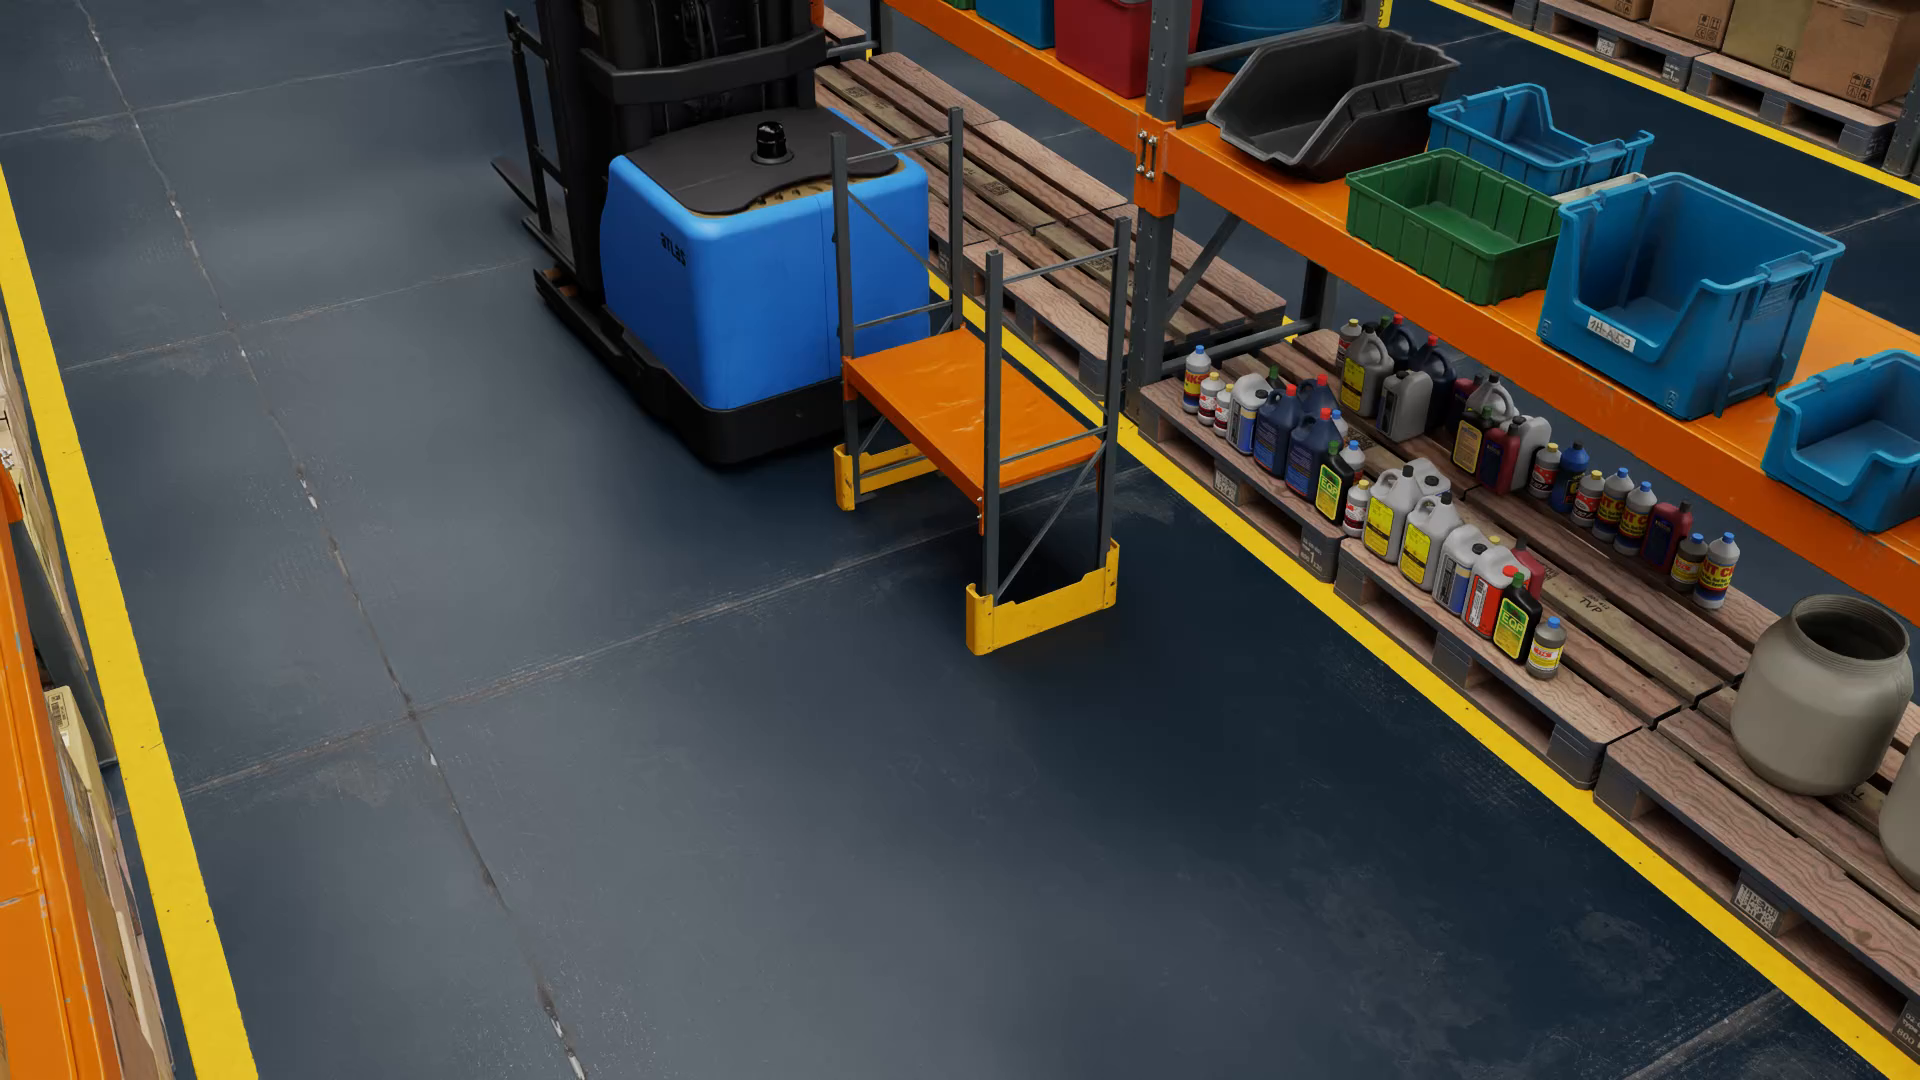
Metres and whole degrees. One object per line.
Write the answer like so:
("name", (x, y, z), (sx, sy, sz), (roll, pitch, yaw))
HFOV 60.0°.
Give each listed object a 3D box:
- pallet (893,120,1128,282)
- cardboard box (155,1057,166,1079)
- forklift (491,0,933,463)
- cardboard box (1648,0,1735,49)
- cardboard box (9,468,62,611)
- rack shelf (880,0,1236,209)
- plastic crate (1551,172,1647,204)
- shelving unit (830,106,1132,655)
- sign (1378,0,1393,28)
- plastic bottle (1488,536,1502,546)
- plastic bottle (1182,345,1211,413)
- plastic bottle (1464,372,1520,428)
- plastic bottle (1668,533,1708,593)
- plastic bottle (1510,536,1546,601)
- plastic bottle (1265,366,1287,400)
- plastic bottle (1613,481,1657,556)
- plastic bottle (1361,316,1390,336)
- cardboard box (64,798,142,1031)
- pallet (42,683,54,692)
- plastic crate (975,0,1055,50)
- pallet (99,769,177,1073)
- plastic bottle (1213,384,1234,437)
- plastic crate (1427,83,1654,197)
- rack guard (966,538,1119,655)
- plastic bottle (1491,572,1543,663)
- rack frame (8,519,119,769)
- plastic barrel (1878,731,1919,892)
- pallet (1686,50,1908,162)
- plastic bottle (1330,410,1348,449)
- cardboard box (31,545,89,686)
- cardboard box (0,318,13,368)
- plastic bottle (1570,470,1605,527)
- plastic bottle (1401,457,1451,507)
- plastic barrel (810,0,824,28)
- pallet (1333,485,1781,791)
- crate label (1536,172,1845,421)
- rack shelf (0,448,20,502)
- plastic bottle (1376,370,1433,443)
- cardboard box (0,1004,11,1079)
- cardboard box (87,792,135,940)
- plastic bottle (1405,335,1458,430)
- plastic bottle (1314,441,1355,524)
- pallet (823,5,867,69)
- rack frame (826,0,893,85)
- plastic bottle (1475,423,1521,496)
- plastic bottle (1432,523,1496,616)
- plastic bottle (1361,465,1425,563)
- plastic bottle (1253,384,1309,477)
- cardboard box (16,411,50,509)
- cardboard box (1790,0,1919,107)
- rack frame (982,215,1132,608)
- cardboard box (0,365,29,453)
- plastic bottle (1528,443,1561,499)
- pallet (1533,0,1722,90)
("pallet", (0.103, -1.740, 8.453), (1.003, 0.211, 1.213), (-19, 40, -24))
("cardboard box", (-1.956, 1.488, 3.645), (0.500, 0.250, 0.500), (-19, 40, -24))
("forklift", (-1.321, -2.321, 6.943), (1.130, 2.935, 3.031), (-21, 41, -26))
("cardboard box", (4.636, -3.343, 10.031), (0.700, 0.500, 0.500), (-23, 42, -28))
("cardboard box", (-3.129, 0.042, 5.150), (0.500, 0.311, 0.500), (-19, 40, -24))
("rack shelf", (0.143, -2.583, 7.854), (1.077, 0.370, 4.000), (-19, 40, -24))
("plastic crate", (2.183, -0.995, 5.292), (0.530, 0.136, 0.437), (-19, 40, -24))
("shelving unit", (0.038, -0.567, 5.754), (0.587, 1.500, 1.083), (-19, 40, -24))
("sign", (1.629, -2.123, 6.379), (0.100, 0.325, 0.005), (-19, 40, -24))
("plastic bottle", (1.782, 0.078, 5.600), (0.097, 0.201, 0.097), (0, 36, 0))
("plastic bottle", (0.929, -0.637, 6.520), (0.097, 0.271, 0.097), (0, 36, 0))
("plastic bottle", (1.980, -0.456, 6.205), (0.144, 0.351, 0.185), (-19, 40, -24))
("plastic bottle", (2.464, 0.068, 5.613), (0.097, 0.201, 0.097), (0, 36, 0))
("plastic bottle", (1.845, 0.130, 5.459), (0.061, 0.283, 0.133), (-19, 40, -24))
("plastic bottle", (1.207, -0.517, 6.345), (0.061, 0.283, 0.133), (-19, 40, -24))
("plastic bottle", (2.344, -0.082, 5.759), (0.097, 0.271, 0.097), (0, 36, 0))
("plastic bottle", (1.675, -0.787, 6.715), (0.061, 0.283, 0.133), (-17, 39, -22))
("cardboard box", (-2.219, 0.934, 3.768), (0.500, 0.500, 0.500), (-19, 40, -24))
("pallet", (-3.540, 0.374, 5.559), (1.003, 0.211, 1.213), (-19, 40, -24))
("plastic crate", (0.325, -2.318, 6.894), (0.392, 0.384, 0.575), (-19, 40, -24))
("pallet", (-2.773, 1.156, 4.488), (1.003, 0.211, 1.213), (-19, 40, -24))
("plastic bottle", (1.031, -0.506, 6.398), (0.097, 0.201, 0.097), (0, 36, 0))
("plastic crate", (1.939, -1.310, 5.627), (0.499, 0.251, 0.616), (-19, 40, -24))
("rack guard", (0.289, 0.192, 5.775), (0.587, 0.250, 0.087), (-19, 40, -24))
("plastic bottle", (1.782, 0.244, 5.302), (0.061, 0.283, 0.133), (-18, 40, -23))
("rack frame", (-3.136, -0.388, 4.238), (1.000, 3.000, 0.127), (-19, 40, -24))
("plastic barrel", (2.761, 0.708, 4.491), (0.421, 0.512, 0.421), (0, 36, 0))
("pallet", (5.038, -2.592, 9.620), (1.003, 0.211, 1.213), (-19, 40, -24))
("plastic bottle", (1.372, -0.357, 6.136), (0.097, 0.271, 0.097), (0, 36, 0))
("cardboard box", (-3.125, 0.274, 5.307), (0.500, 0.250, 0.500), (-20, 41, -25))
("cardboard box", (-4.159, -0.772, 6.739), (0.500, 0.250, 0.500), (-18, 40, -23))
("plastic bottle", (2.244, -0.155, 5.919), (0.097, 0.201, 0.097), (0, 36, 0))
("plastic bottle", (1.619, -0.141, 5.836), (0.152, 0.276, 0.135), (-19, 40, -24))
("plastic barrel", (-1.122, -3.432, 9.889), (0.600, 0.830, 0.708), (-19, 40, -24))
("pallet", (2.067, 0.250, 5.729), (1.003, 0.211, 1.213), (-19, 40, -24))
("crate label", (1.999, -0.687, 4.617), (0.502, 0.435, 0.616), (-19, 40, -24))
("rack shelf", (-4.141, -1.118, 5.847), (1.077, 0.370, 4.000), (-19, 40, -24))
("plastic bottle", (1.702, -0.534, 6.374), (0.152, 0.276, 0.135), (-19, 40, -24))
("cardboard box", (-1.863, 0.848, 2.461), (0.700, 0.500, 0.500), (-19, 40, -24))
("cardboard box", (-2.472, 0.982, 4.337), (0.500, 0.250, 0.500), (-19, 40, -24))
("plastic bottle", (1.817, -0.621, 6.430), (0.144, 0.351, 0.185), (-21, 41, -26))
("plastic bottle", (1.337, -0.207, 5.921), (0.061, 0.283, 0.133), (-17, 39, -22))
("pallet", (-1.294, -3.158, 10.394), (1.003, 0.211, 1.213), (-19, 40, -24))
("rack frame", (-0.861, -3.894, 9.038), (1.000, 3.000, 0.127), (-19, 40, -24))
("plastic bottle", (1.966, -0.313, 6.066), (0.061, 0.283, 0.133), (-19, 40, -24))
("plastic bottle", (1.683, 0.094, 5.514), (0.152, 0.276, 0.135), (-20, 41, -25))
("plastic bottle", (1.503, -0.114, 5.736), (0.144, 0.351, 0.185), (-19, 40, -24))
("plastic bottle", (1.195, -0.427, 6.165), (0.144, 0.351, 0.185), (-18, 40, -23))
("cardboard box", (-3.643, -0.251, 6.025), (0.500, 0.250, 0.500), (-20, 41, -25))
("cardboard box", (5.141, -2.809, 9.300), (0.700, 0.500, 0.500), (-22, 42, -27))
("rack frame", (0.298, -0.303, 5.393), (0.500, 1.500, 0.032), (-19, 40, -24))
("cardboard box", (-3.637, -0.479, 5.862), (0.500, 0.311, 0.500), (-20, 41, -25))
("plastic bottle", (2.141, -0.260, 6.062), (0.097, 0.201, 0.097), (0, 36, 0))
("pallet", (4.421, -3.215, 10.473), (1.003, 0.211, 1.213), (-19, 40, -24))
